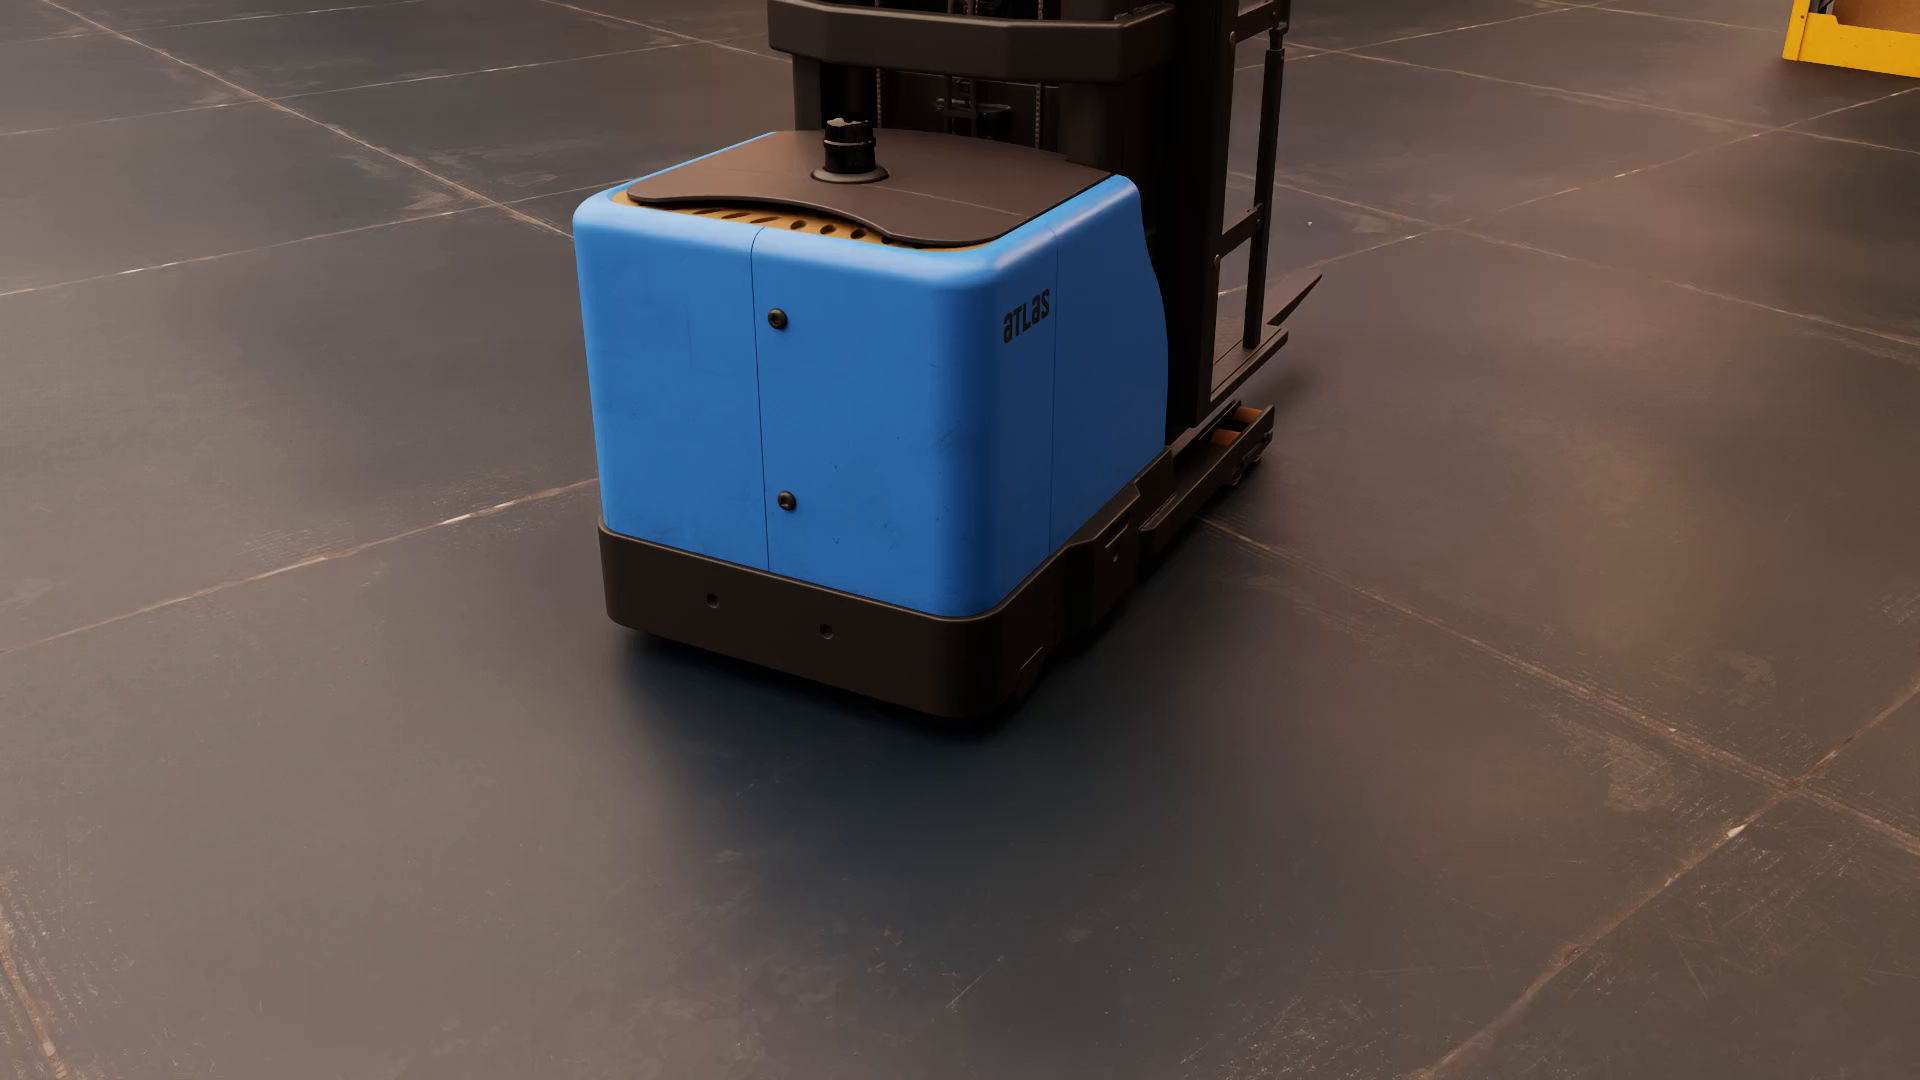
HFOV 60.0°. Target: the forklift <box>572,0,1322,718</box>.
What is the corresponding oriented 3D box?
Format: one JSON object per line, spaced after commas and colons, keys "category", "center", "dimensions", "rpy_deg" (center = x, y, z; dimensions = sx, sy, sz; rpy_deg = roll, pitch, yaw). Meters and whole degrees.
{"category": "forklift", "center": [0.285, -1.552, 4.331], "dimensions": [1.130, 2.935, 3.031], "rpy_deg": [13, 29, 25]}
